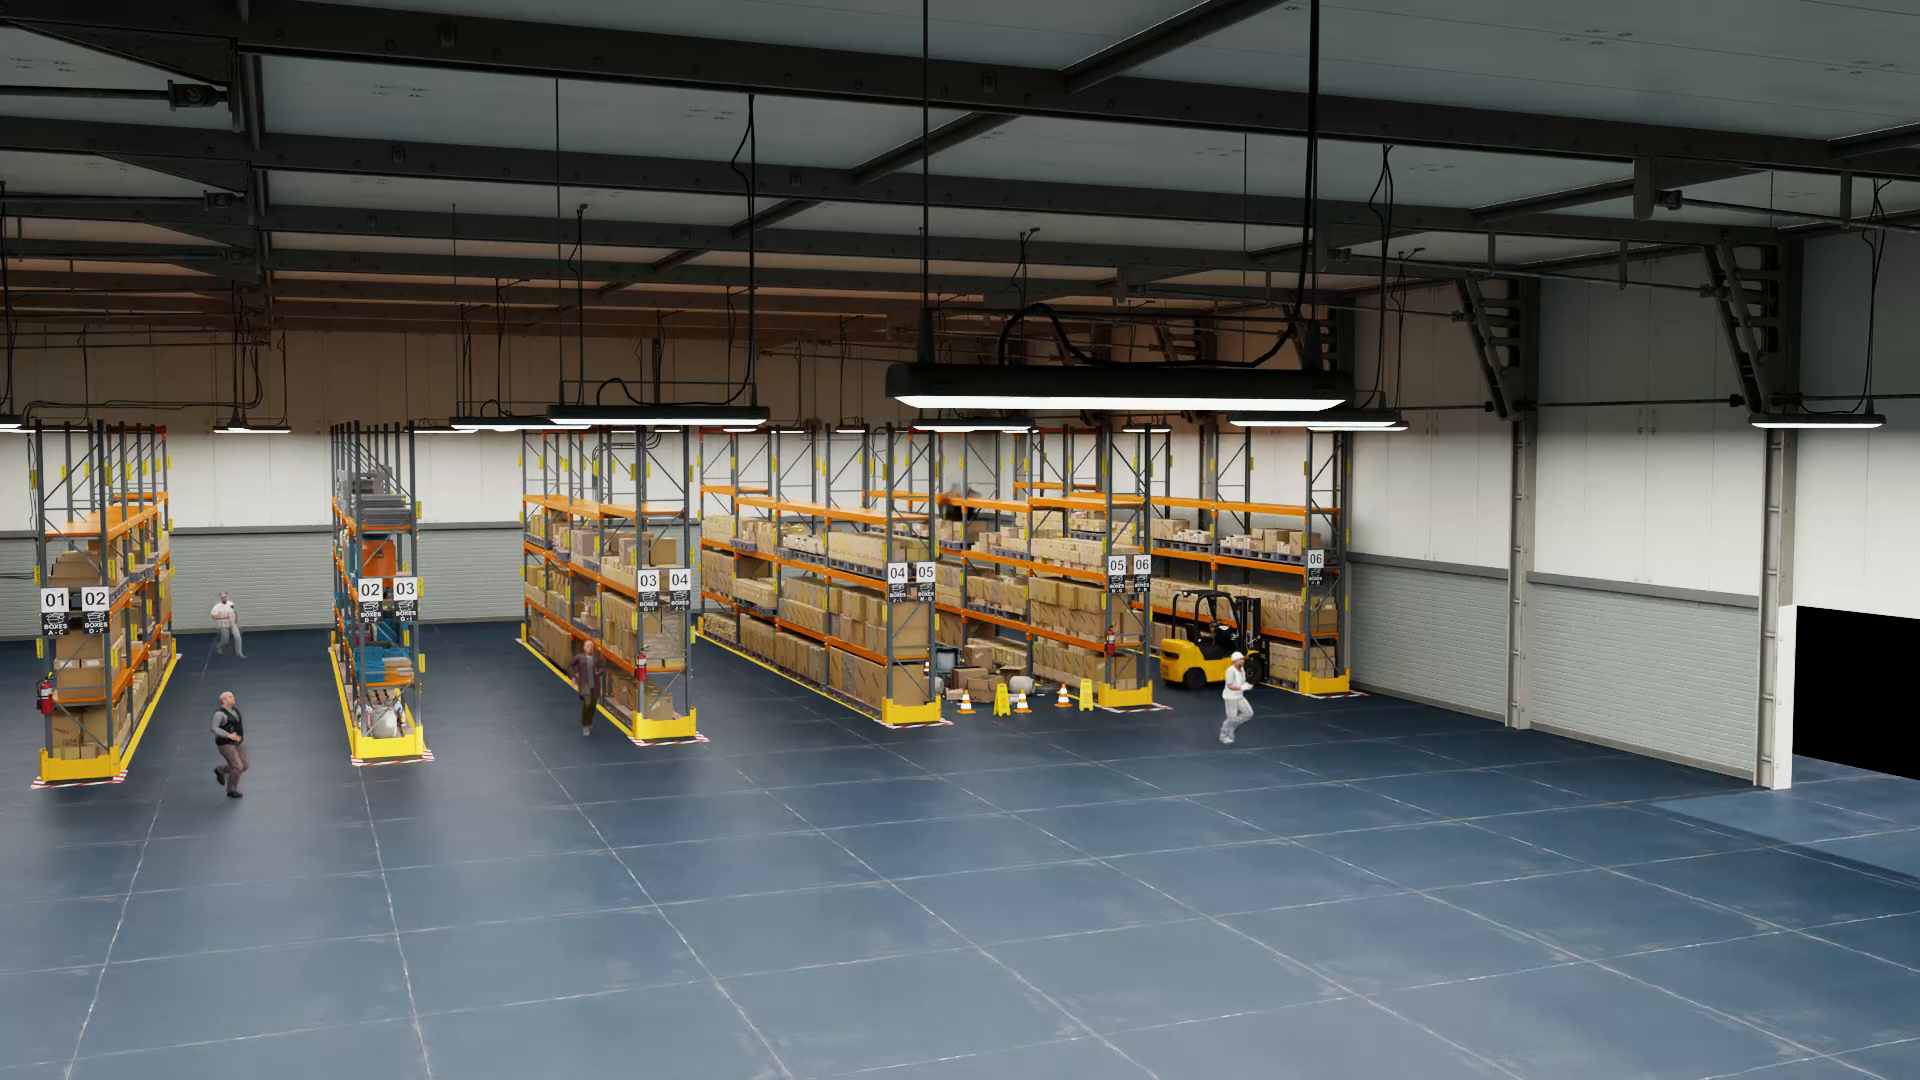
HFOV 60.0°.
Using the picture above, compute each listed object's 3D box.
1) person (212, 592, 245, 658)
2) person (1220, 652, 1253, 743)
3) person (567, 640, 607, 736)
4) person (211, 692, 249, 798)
[{"bbox_3d":[-18.987,2.200,43.009,0.808,1.744,0.694,3,5,41],"label":"person"},{"bbox_3d":[5.128,2.918,30.761,0.728,1.722,0.726,3,4,36],"label":"person"},{"bbox_3d":[-7.132,2.841,31.954,0.671,1.824,0.808,-2,4,-31],"label":"person"},{"bbox_3d":[-11.621,3.242,26.398,0.584,1.683,0.701,0,4,5],"label":"person"}]
